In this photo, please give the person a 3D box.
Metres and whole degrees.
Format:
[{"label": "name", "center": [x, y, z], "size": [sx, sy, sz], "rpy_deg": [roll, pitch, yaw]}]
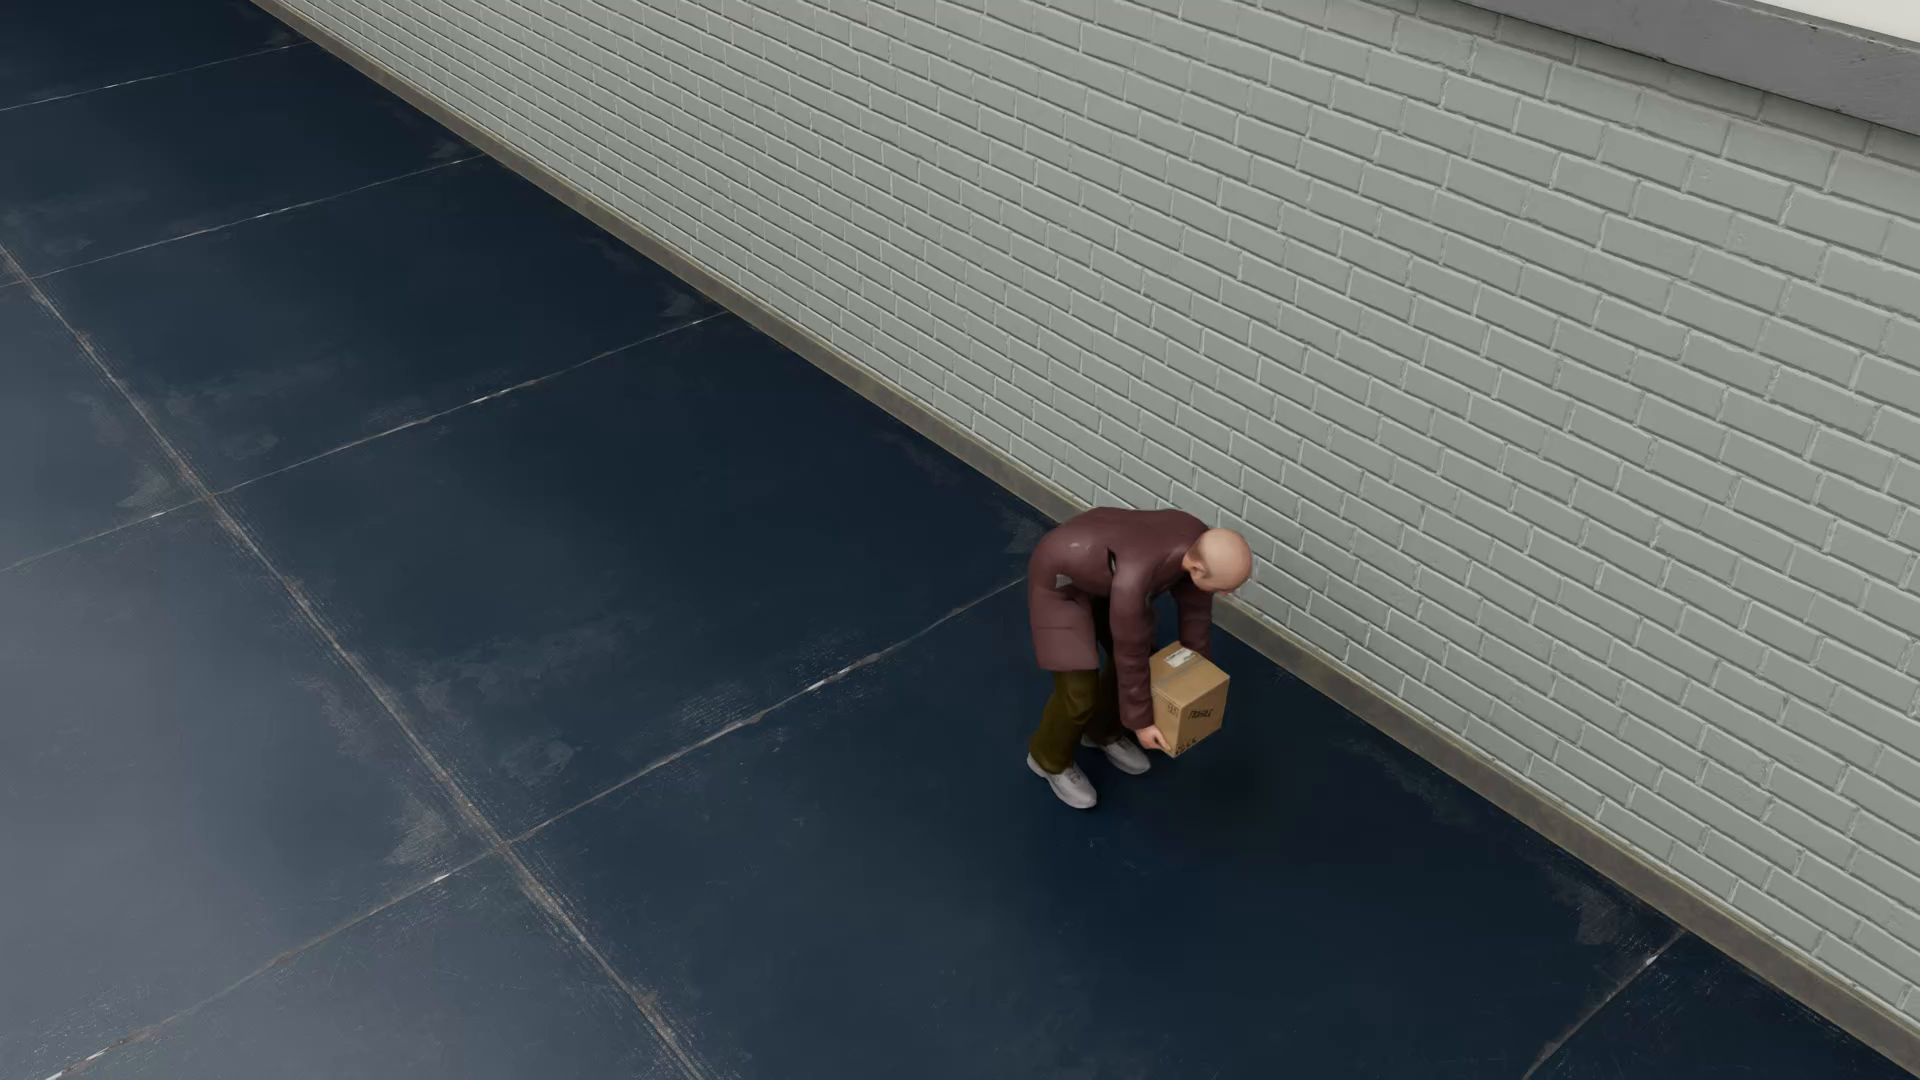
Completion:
[{"label": "person", "center": [0.613, 0.406, 5.933], "size": [0.562, 1.382, 0.876], "rpy_deg": [-28, 44, -33]}]
